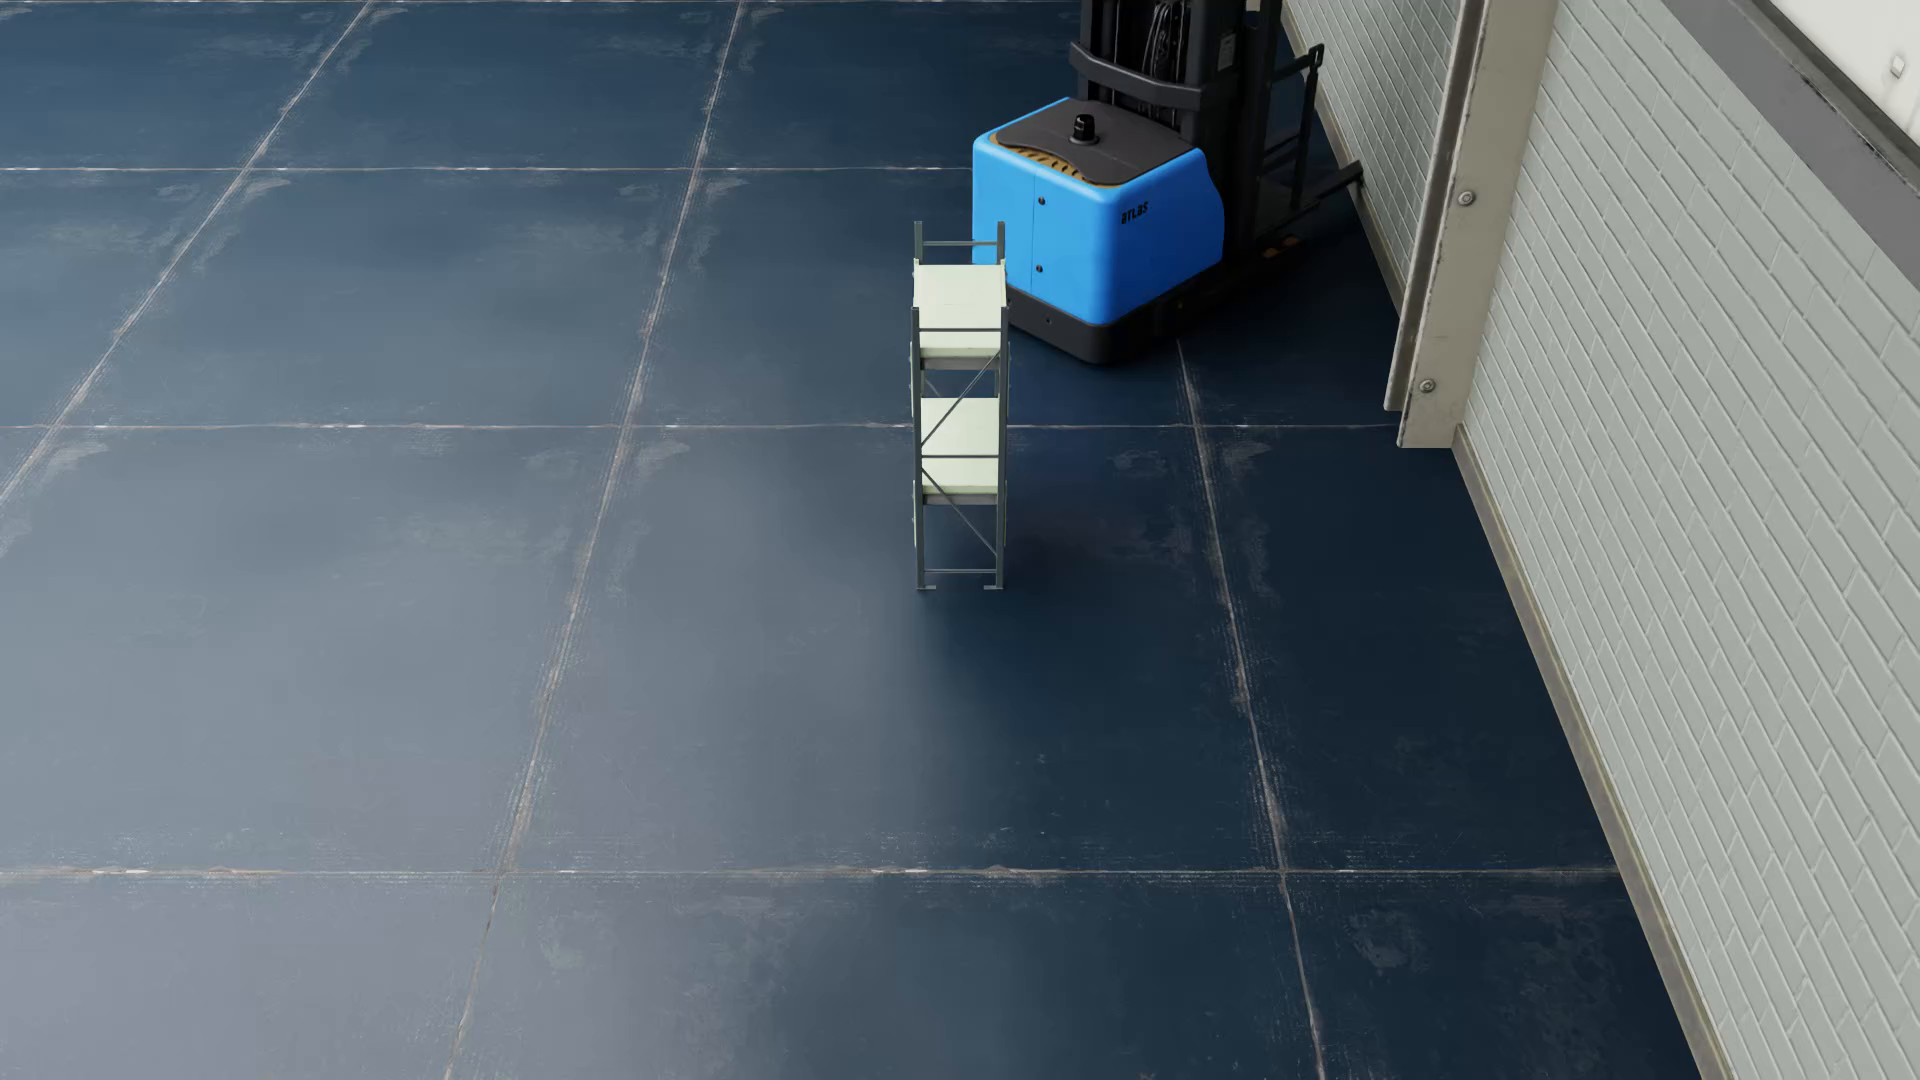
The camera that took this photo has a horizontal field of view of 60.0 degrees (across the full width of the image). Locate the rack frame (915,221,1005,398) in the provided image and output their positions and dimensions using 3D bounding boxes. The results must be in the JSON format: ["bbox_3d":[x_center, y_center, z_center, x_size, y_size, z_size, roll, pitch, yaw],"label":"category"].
[{"bbox_3d":[0.000,-0.818,7.817,0.400,1.500,0.023,0,39,0],"label":"rack frame"}]

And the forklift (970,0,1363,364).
[{"bbox_3d":[1.448,-2.925,9.302,1.130,2.935,3.031,32,48,33],"label":"forklift"}]

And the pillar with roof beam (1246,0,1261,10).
[{"bbox_3d":[-1.892,-7.862,10.610,9.100,9.000,0.400,0,39,0],"label":"pillar with roof beam"}]

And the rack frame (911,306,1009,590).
[{"bbox_3d":[0.000,-0.361,7.246,0.400,1.500,0.023,0,39,0],"label":"rack frame"}]

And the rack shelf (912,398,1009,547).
[{"bbox_3d":[0.000,-0.335,7.736,0.431,0.370,0.720,0,39,0],"label":"rack shelf"}]

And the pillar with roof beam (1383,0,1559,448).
[{"bbox_3d":[-1.885,-4.109,5.928,9.100,9.000,0.400,0,39,0],"label":"pillar with roof beam"}]

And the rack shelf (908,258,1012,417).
[{"bbox_3d":[0.000,-0.894,7.288,0.431,0.370,0.720,0,39,0],"label":"rack shelf"}]

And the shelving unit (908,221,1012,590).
[{"bbox_3d":[0.000,-0.589,7.532,0.431,1.500,0.755,0,39,0],"label":"shelving unit"}]
